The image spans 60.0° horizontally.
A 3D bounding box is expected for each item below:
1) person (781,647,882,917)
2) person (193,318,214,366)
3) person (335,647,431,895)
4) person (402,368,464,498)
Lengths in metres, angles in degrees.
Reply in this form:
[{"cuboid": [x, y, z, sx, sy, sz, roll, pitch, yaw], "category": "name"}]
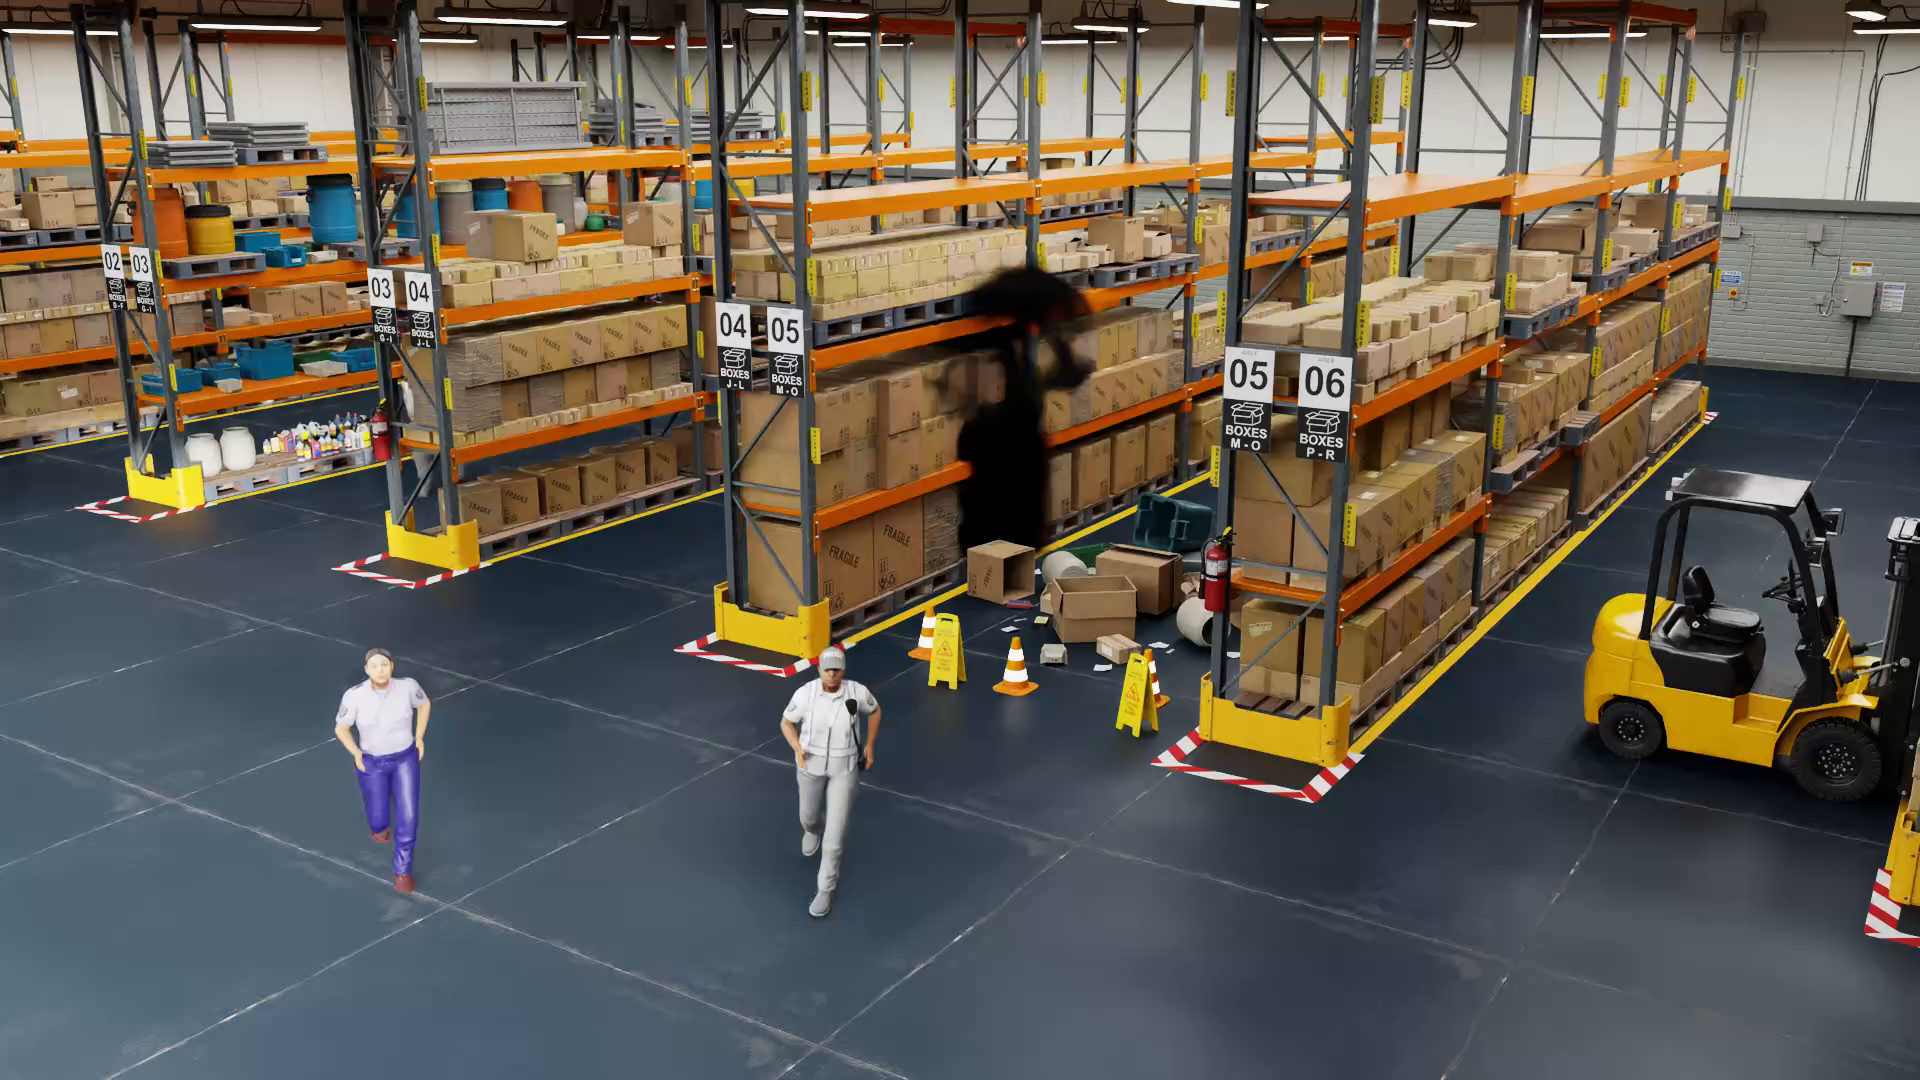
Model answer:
[{"cuboid": [-0.838, 1.484, 10.800, 0.644, 1.659, 0.959, 0, 16, 1], "category": "person"}, {"cuboid": [-12.783, -3.299, 28.167, 0.548, 1.605, 0.775, 11, 19, 34], "category": "person"}, {"cuboid": [-3.783, 1.474, 11.006, 0.616, 1.646, 0.750, -7, 17, -24], "category": "person"}, {"cuboid": [-6.770, -1.444, 21.414, 0.704, 1.717, 1.028, 5, 16, 18], "category": "person"}]
